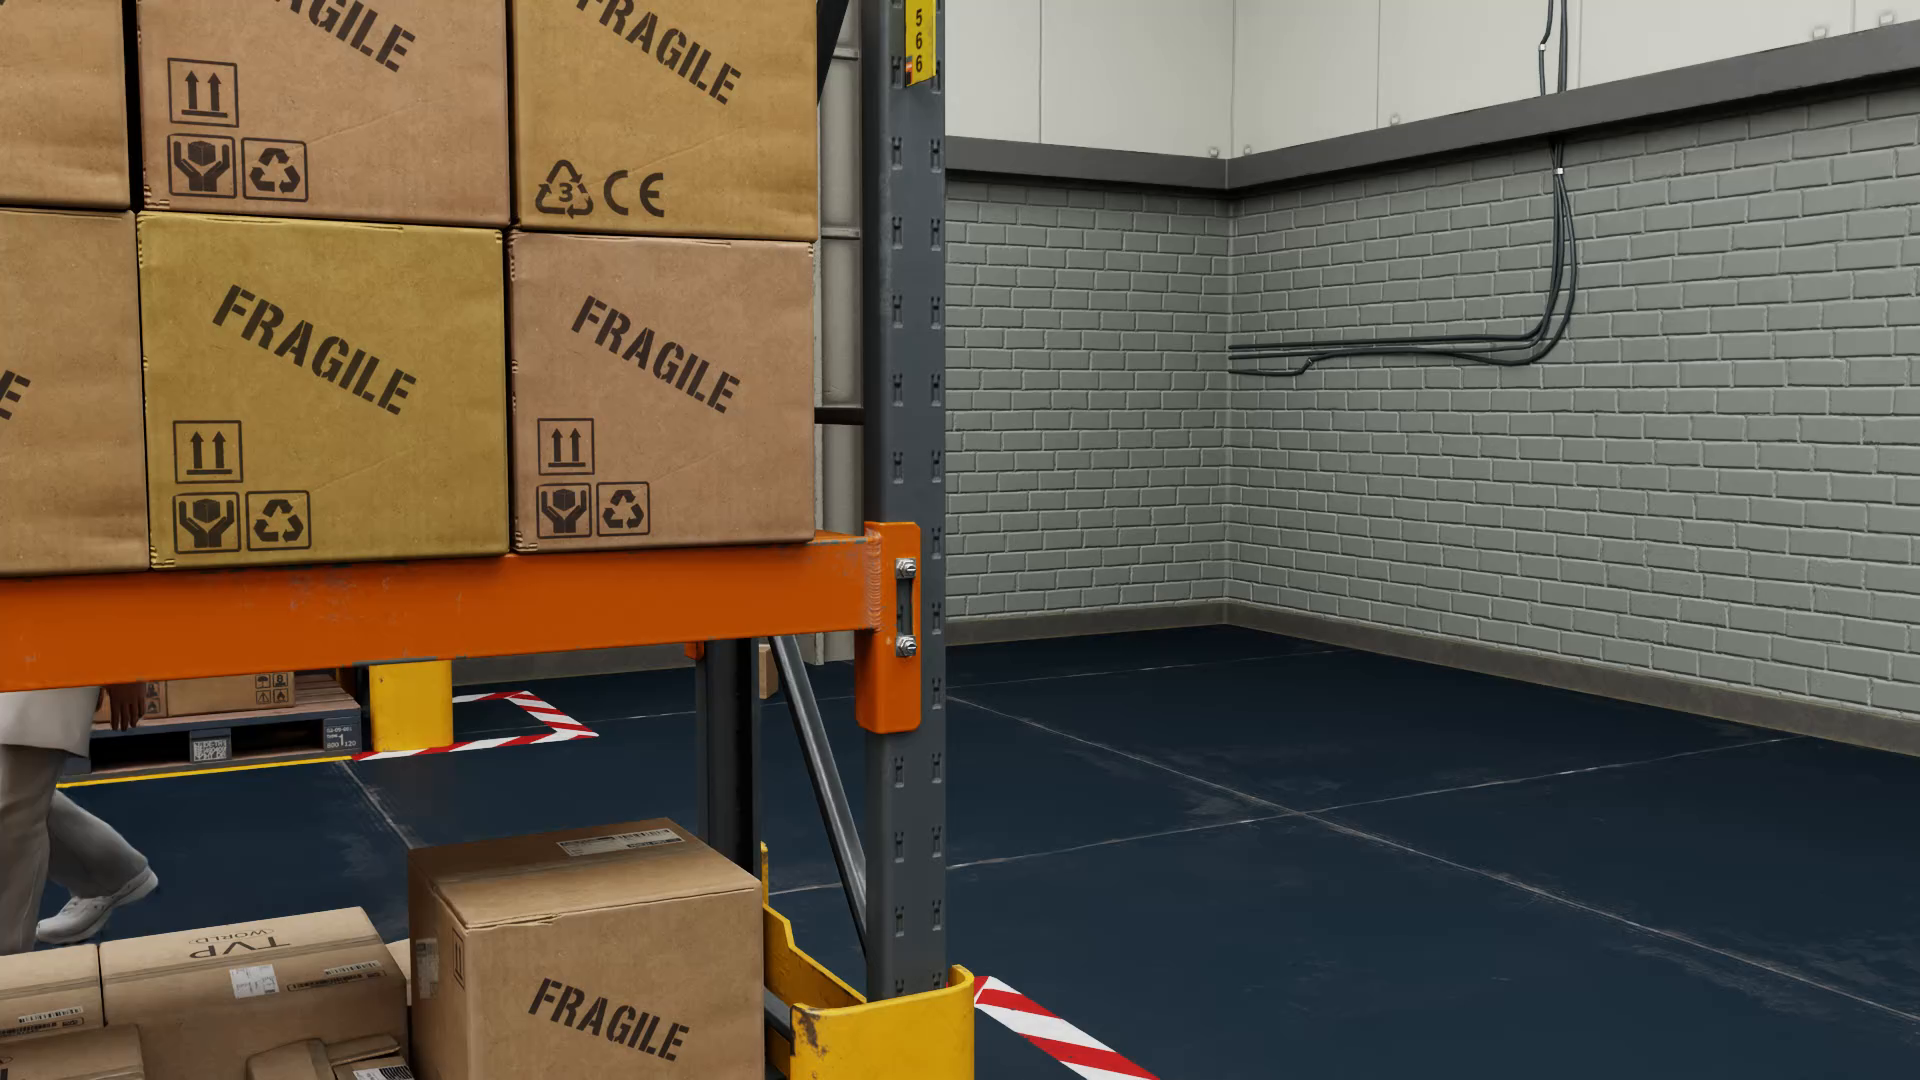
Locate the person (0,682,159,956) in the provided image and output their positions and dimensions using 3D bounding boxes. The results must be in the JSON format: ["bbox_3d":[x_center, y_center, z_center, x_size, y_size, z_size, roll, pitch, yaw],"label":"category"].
[{"bbox_3d":[-2.379,0.301,4.158,0.574,1.745,0.941,2,5,23],"label":"person"}]
